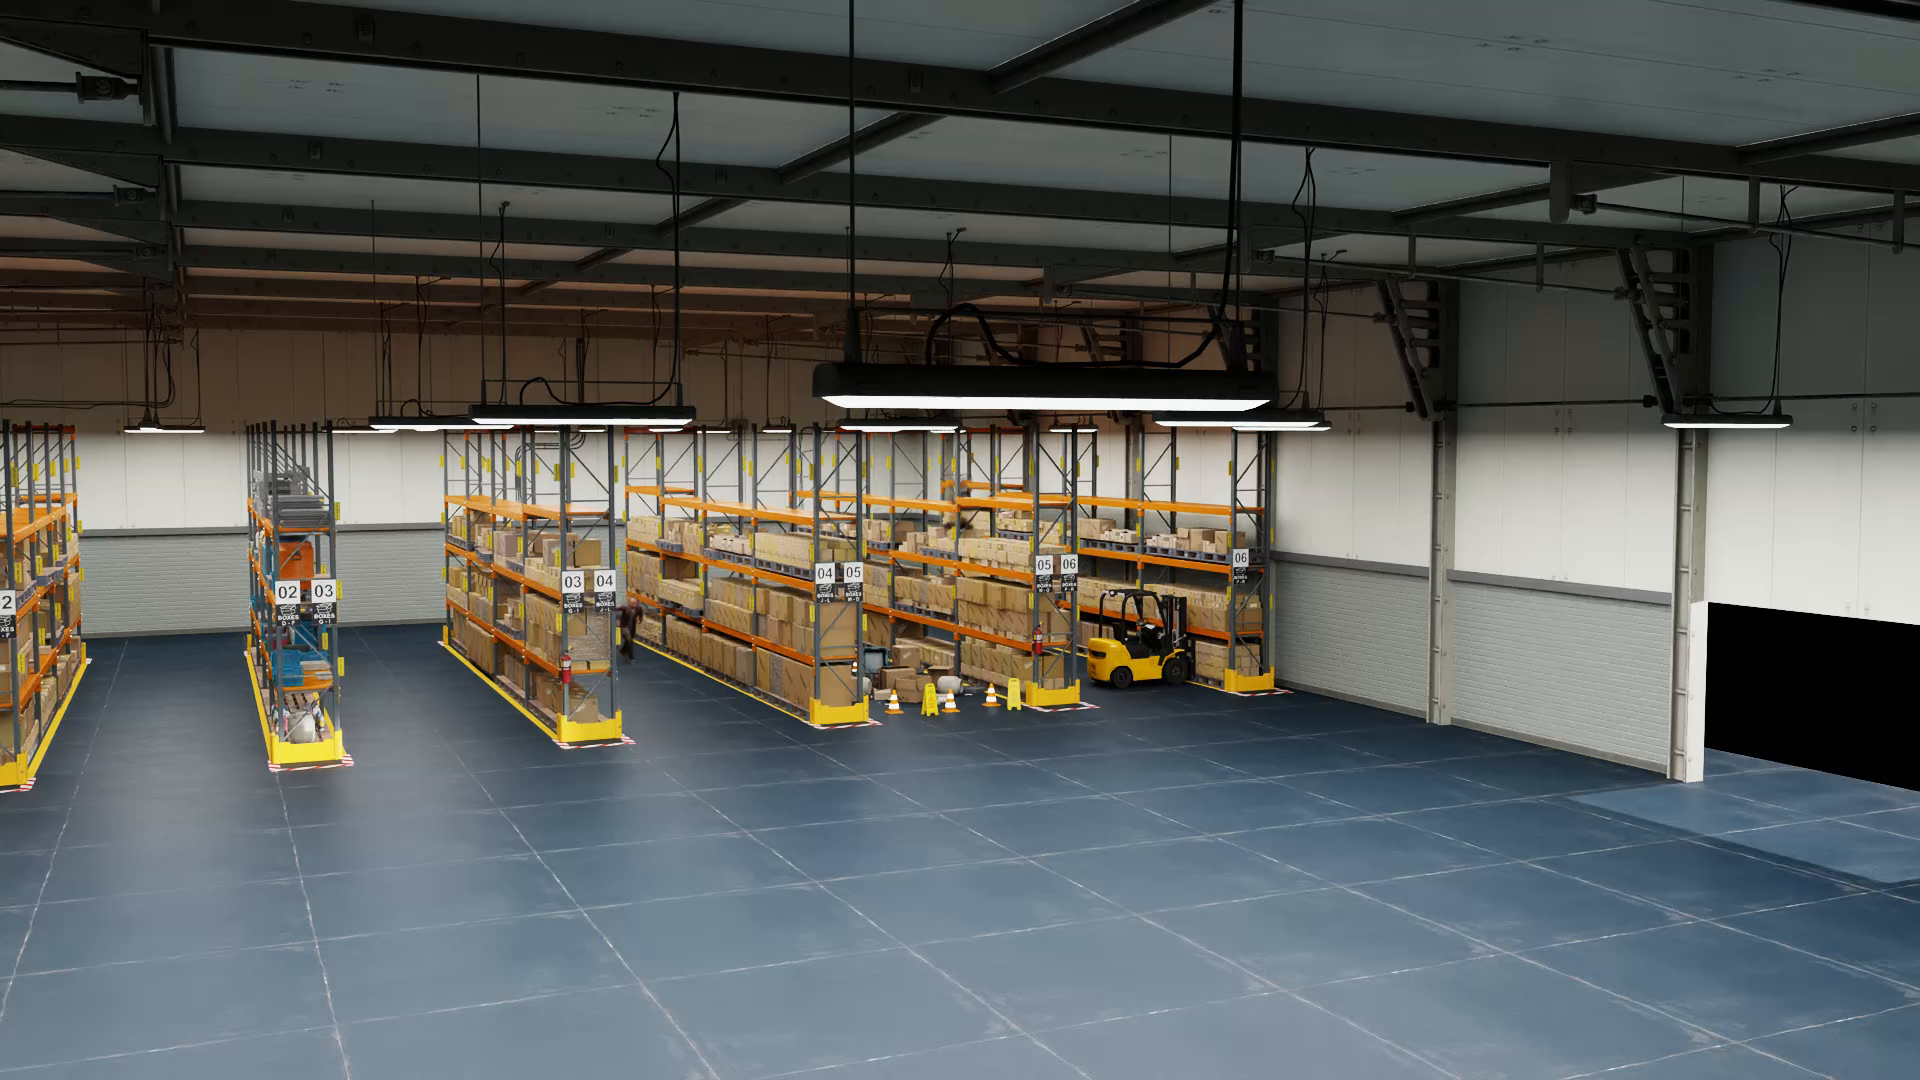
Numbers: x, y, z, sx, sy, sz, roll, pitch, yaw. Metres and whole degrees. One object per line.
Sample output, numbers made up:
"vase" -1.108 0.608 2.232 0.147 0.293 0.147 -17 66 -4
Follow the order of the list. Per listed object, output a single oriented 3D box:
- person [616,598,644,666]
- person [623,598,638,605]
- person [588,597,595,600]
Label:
"person" -8.386 2.290 41.883 0.753 1.743 1.057 -2 4 -31
"person" -9.581 1.900 48.717 0.611 1.583 0.602 -1 4 -20
"person" -10.066 2.017 46.385 0.581 1.635 0.630 -2 4 -25
